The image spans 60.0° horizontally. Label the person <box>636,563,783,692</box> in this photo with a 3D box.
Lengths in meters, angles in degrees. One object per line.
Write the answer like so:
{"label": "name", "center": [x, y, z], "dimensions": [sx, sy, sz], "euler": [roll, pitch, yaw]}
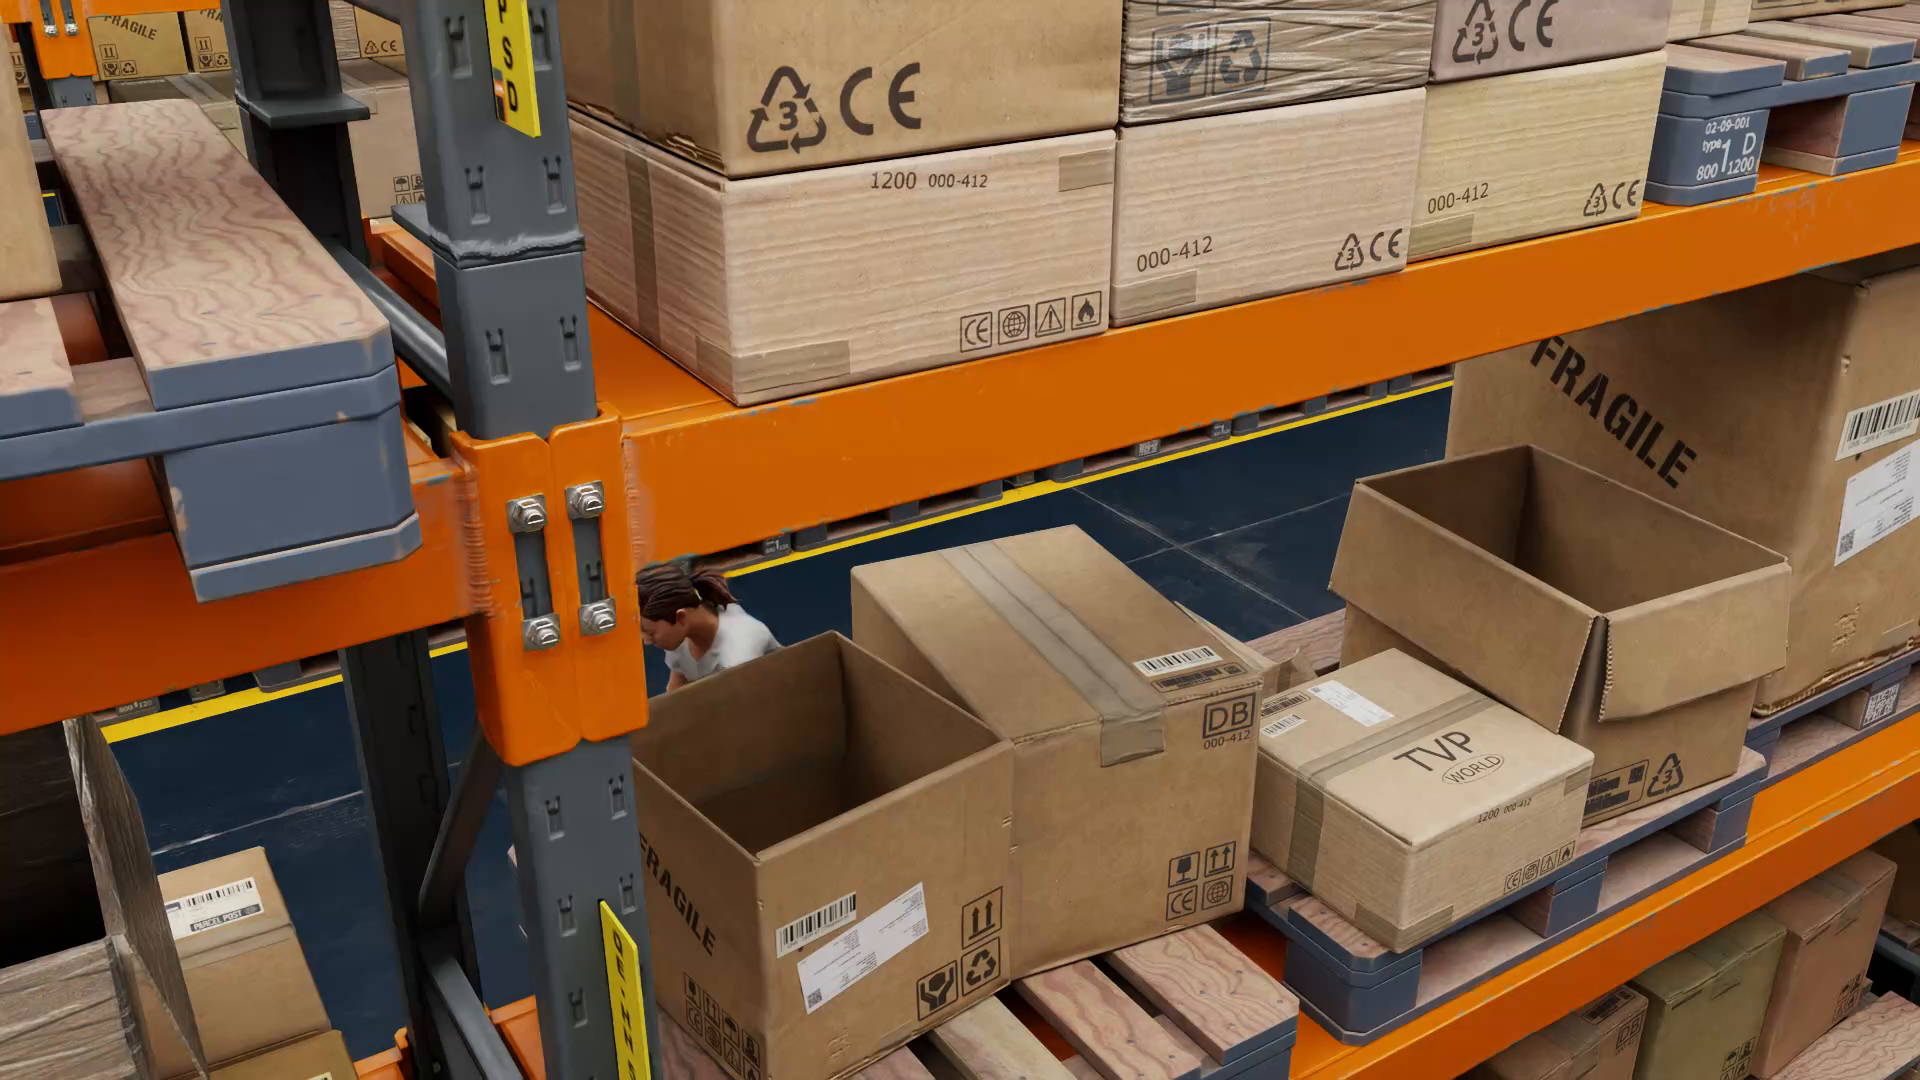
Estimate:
{"label": "person", "center": [-0.682, 0.670, 4.967], "dimensions": [0.595, 1.444, 0.489], "euler": [-15, 29, -29]}
